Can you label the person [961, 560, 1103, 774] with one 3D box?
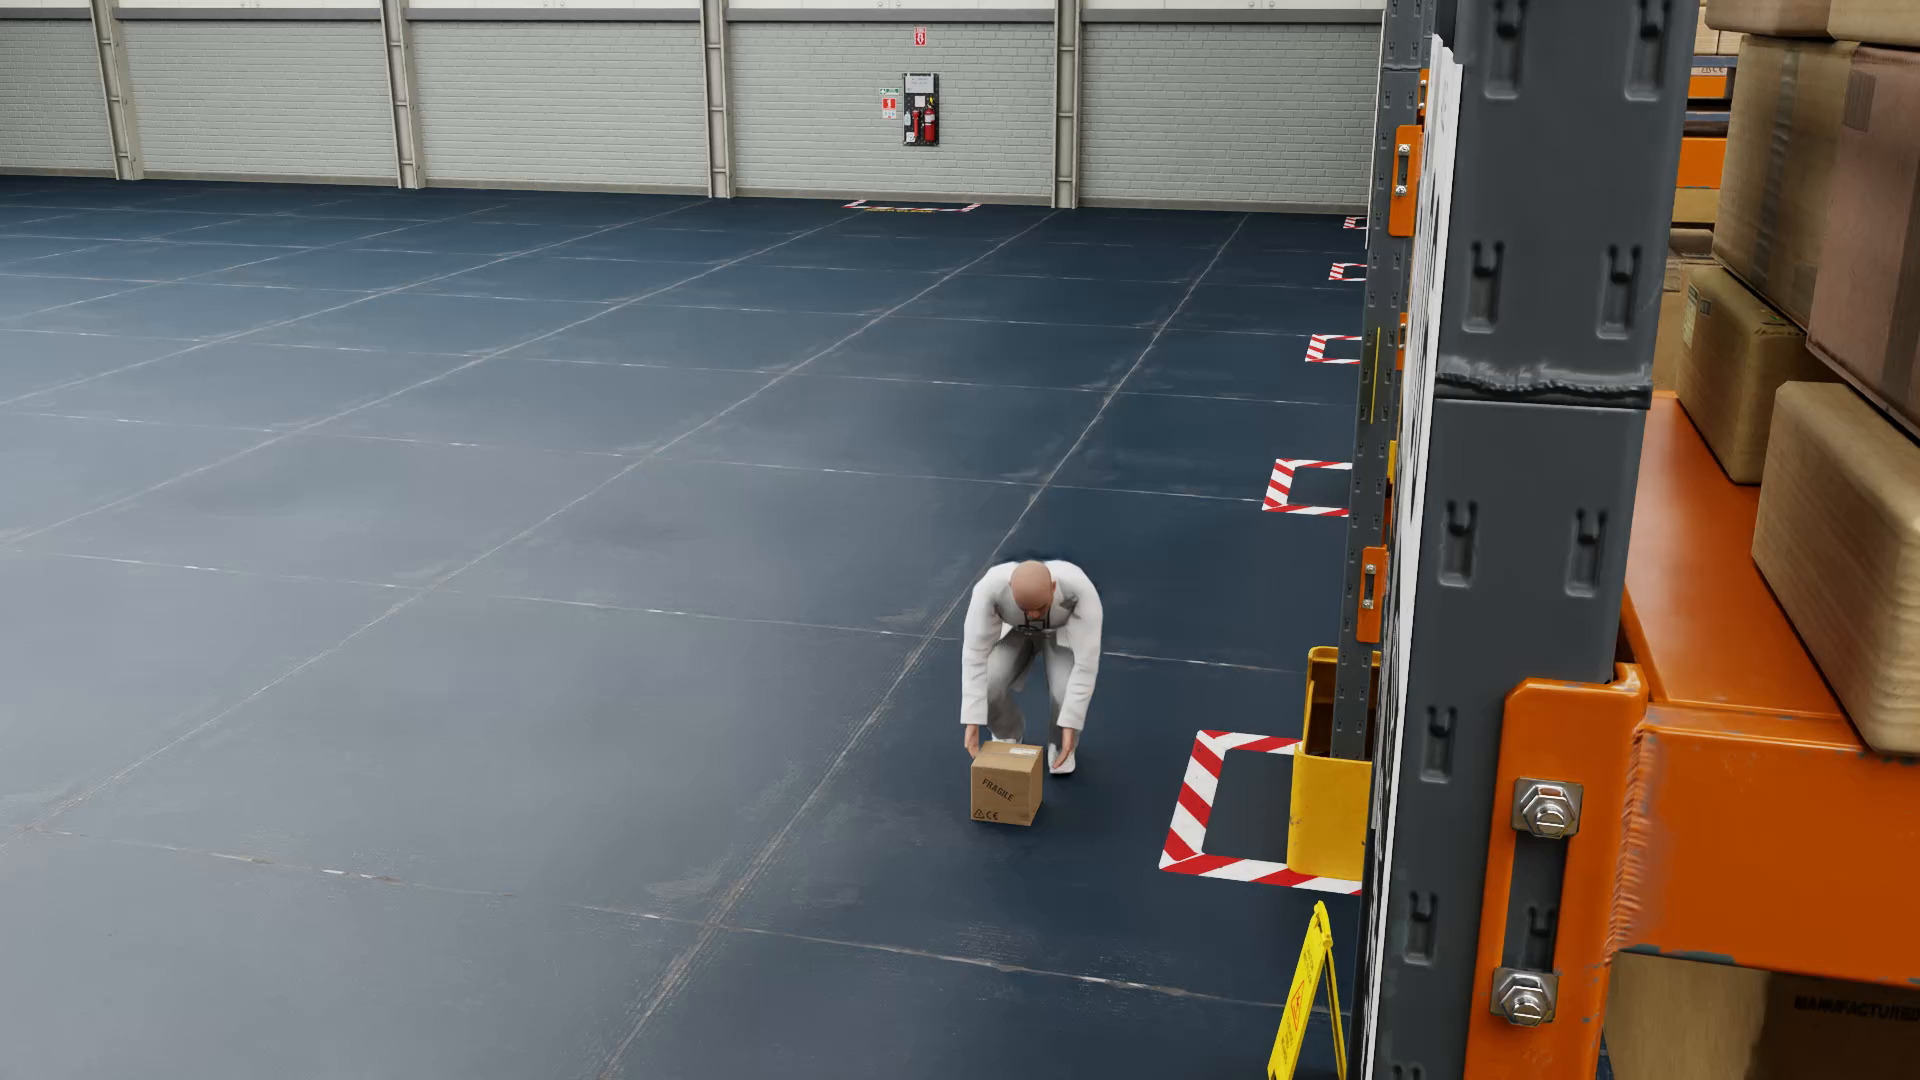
[{"bbox_3d":[0.325,0.509,7.186,0.613,1.054,0.879,4,19,13],"label":"person"}]
